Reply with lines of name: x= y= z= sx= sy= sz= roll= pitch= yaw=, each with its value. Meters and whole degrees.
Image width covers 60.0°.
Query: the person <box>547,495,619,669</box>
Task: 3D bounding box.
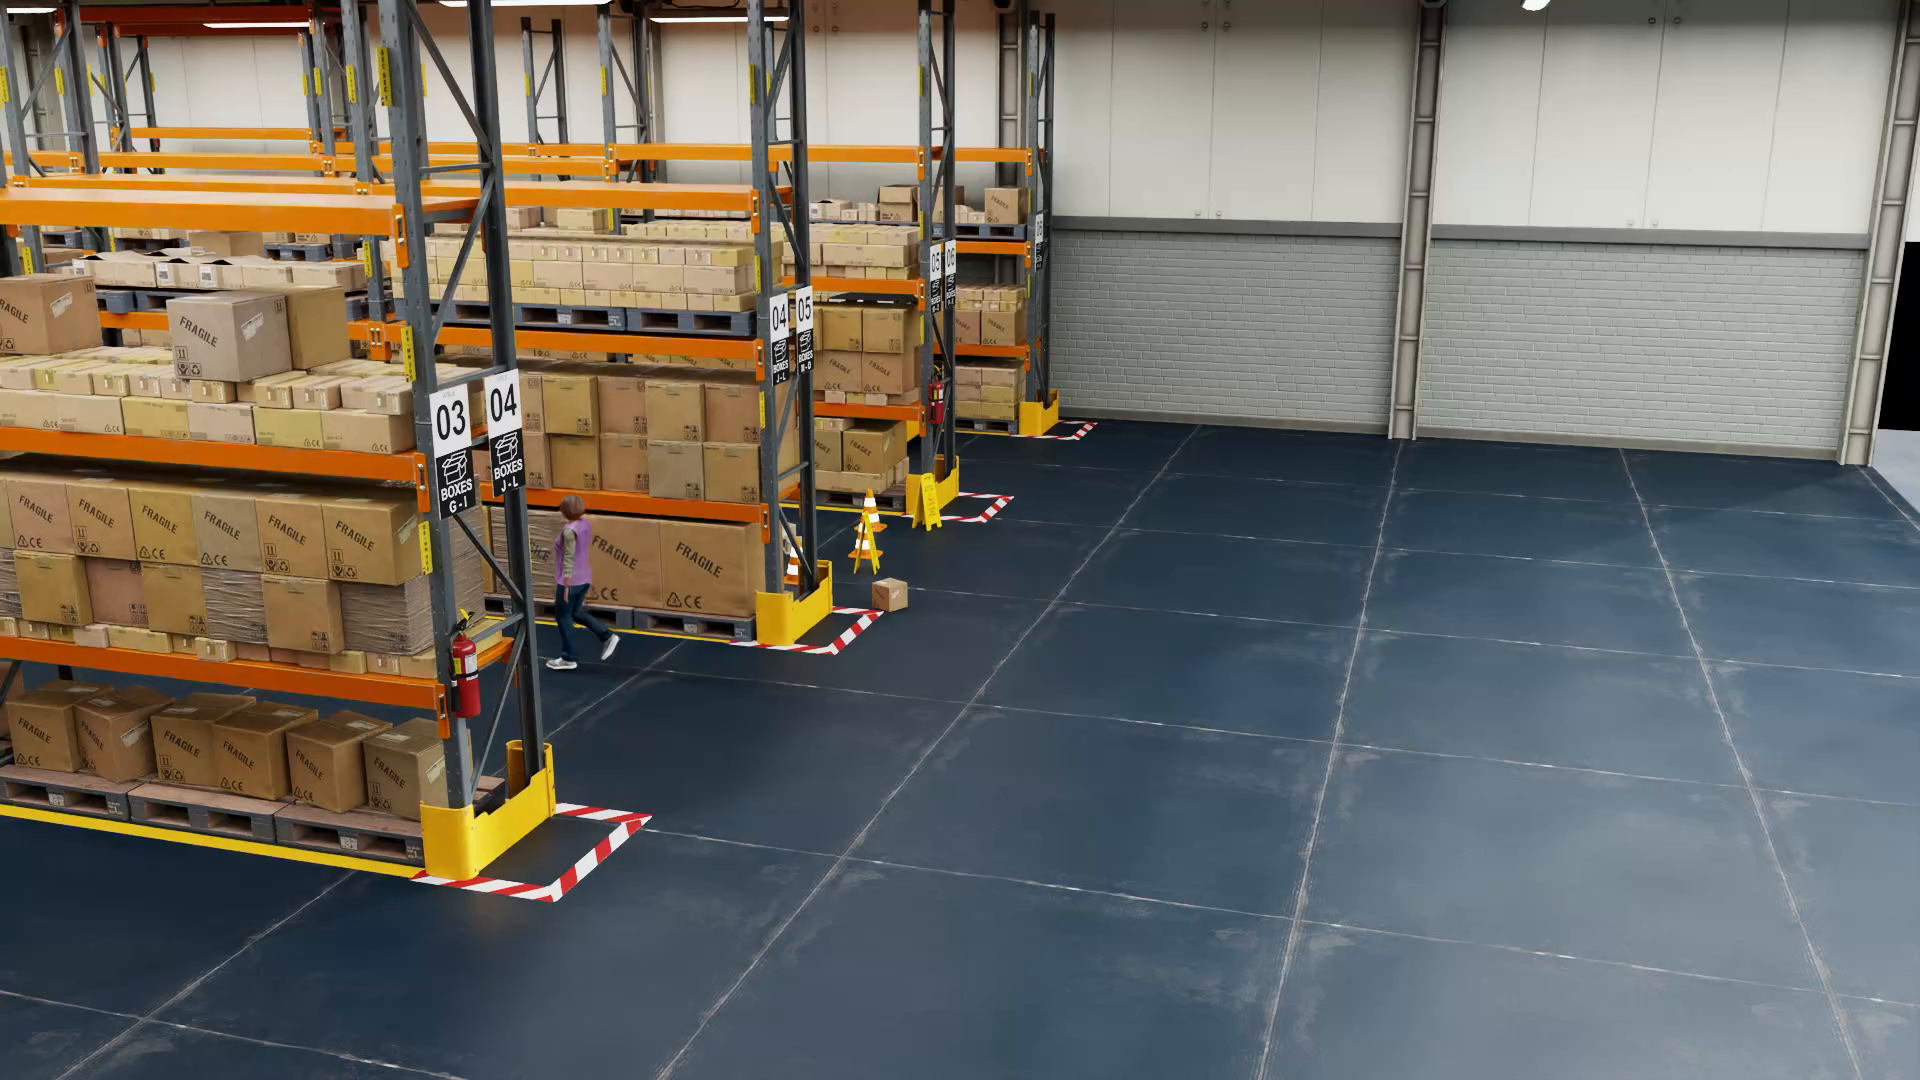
person: x=-3.326 y=0.363 z=14.541 sx=0.647 sy=1.580 sz=0.422 roll=3 pitch=16 yaw=12
